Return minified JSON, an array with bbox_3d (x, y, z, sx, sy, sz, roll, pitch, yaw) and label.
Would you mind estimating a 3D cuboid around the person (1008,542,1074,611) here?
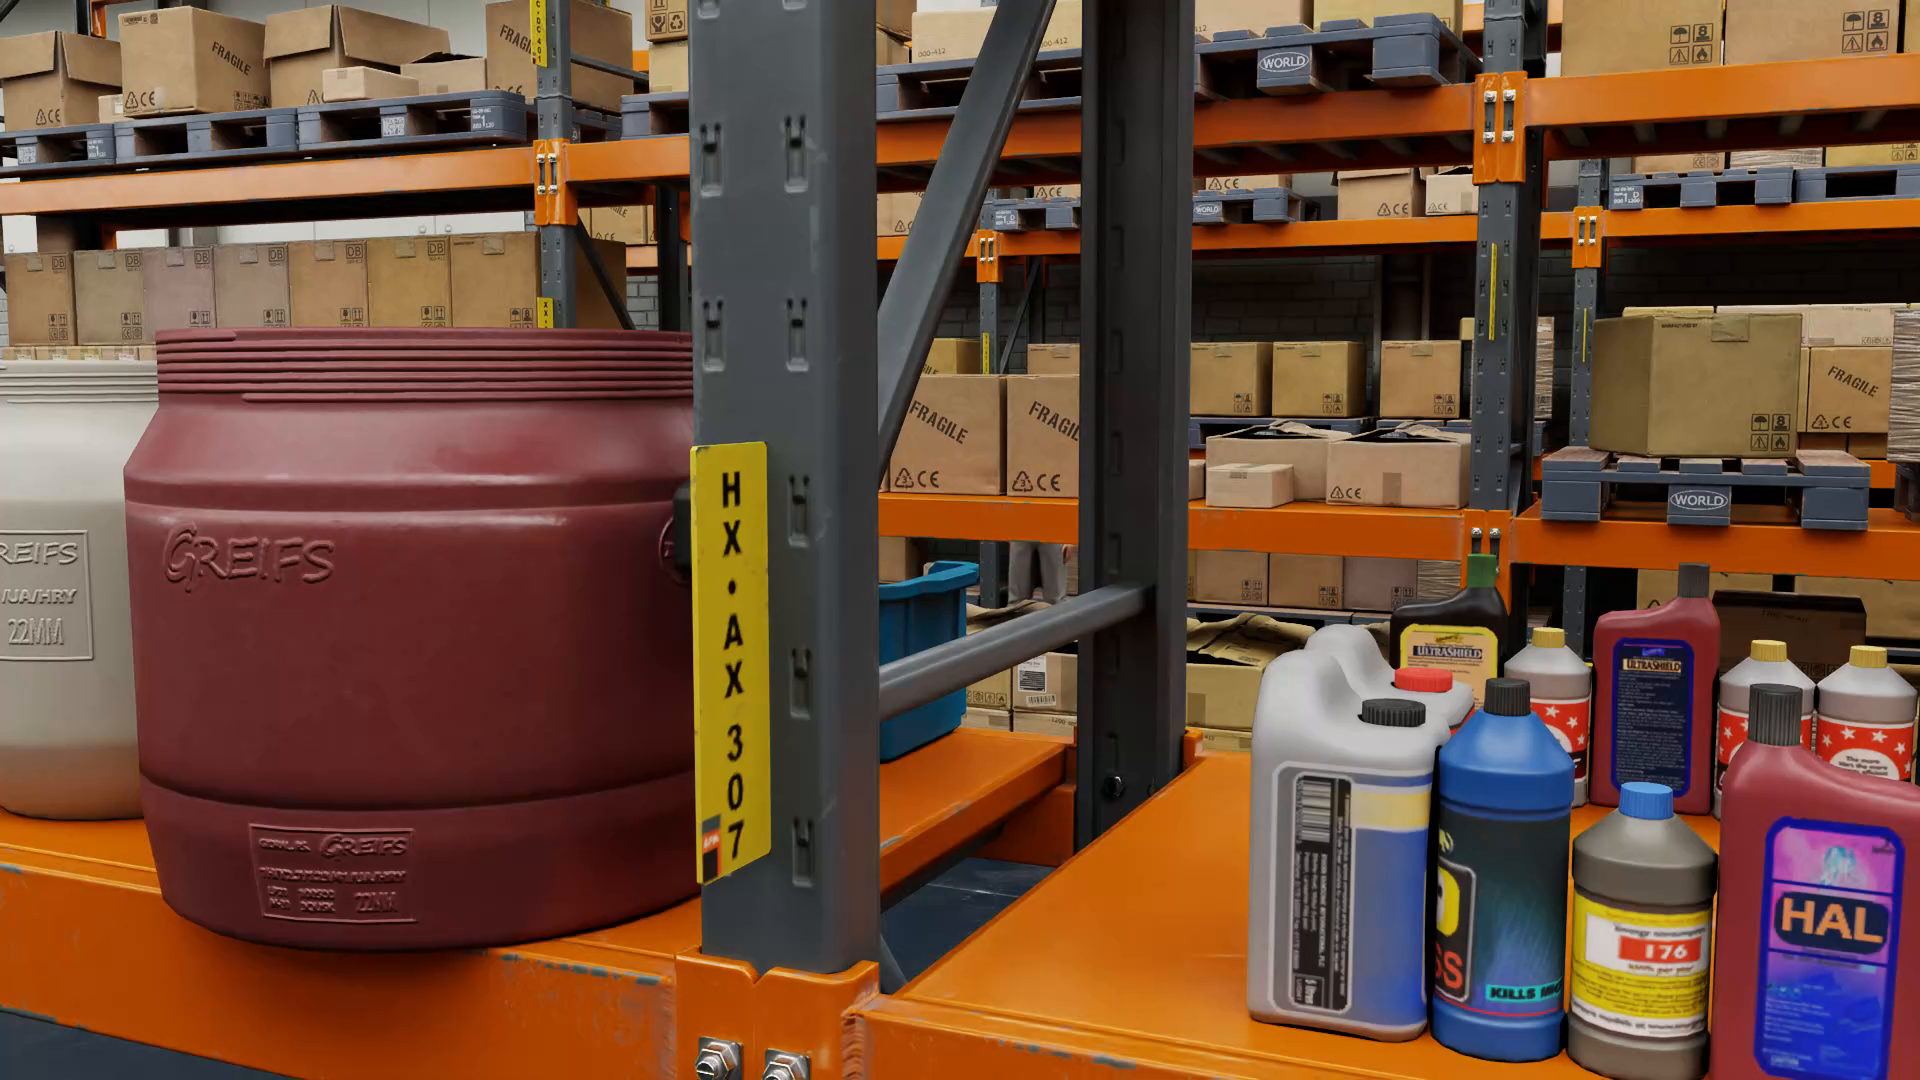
[{"bbox_3d":[0.488,0.001,9.780,0.439,1.670,0.366,3,6,25],"label":"person"}]
